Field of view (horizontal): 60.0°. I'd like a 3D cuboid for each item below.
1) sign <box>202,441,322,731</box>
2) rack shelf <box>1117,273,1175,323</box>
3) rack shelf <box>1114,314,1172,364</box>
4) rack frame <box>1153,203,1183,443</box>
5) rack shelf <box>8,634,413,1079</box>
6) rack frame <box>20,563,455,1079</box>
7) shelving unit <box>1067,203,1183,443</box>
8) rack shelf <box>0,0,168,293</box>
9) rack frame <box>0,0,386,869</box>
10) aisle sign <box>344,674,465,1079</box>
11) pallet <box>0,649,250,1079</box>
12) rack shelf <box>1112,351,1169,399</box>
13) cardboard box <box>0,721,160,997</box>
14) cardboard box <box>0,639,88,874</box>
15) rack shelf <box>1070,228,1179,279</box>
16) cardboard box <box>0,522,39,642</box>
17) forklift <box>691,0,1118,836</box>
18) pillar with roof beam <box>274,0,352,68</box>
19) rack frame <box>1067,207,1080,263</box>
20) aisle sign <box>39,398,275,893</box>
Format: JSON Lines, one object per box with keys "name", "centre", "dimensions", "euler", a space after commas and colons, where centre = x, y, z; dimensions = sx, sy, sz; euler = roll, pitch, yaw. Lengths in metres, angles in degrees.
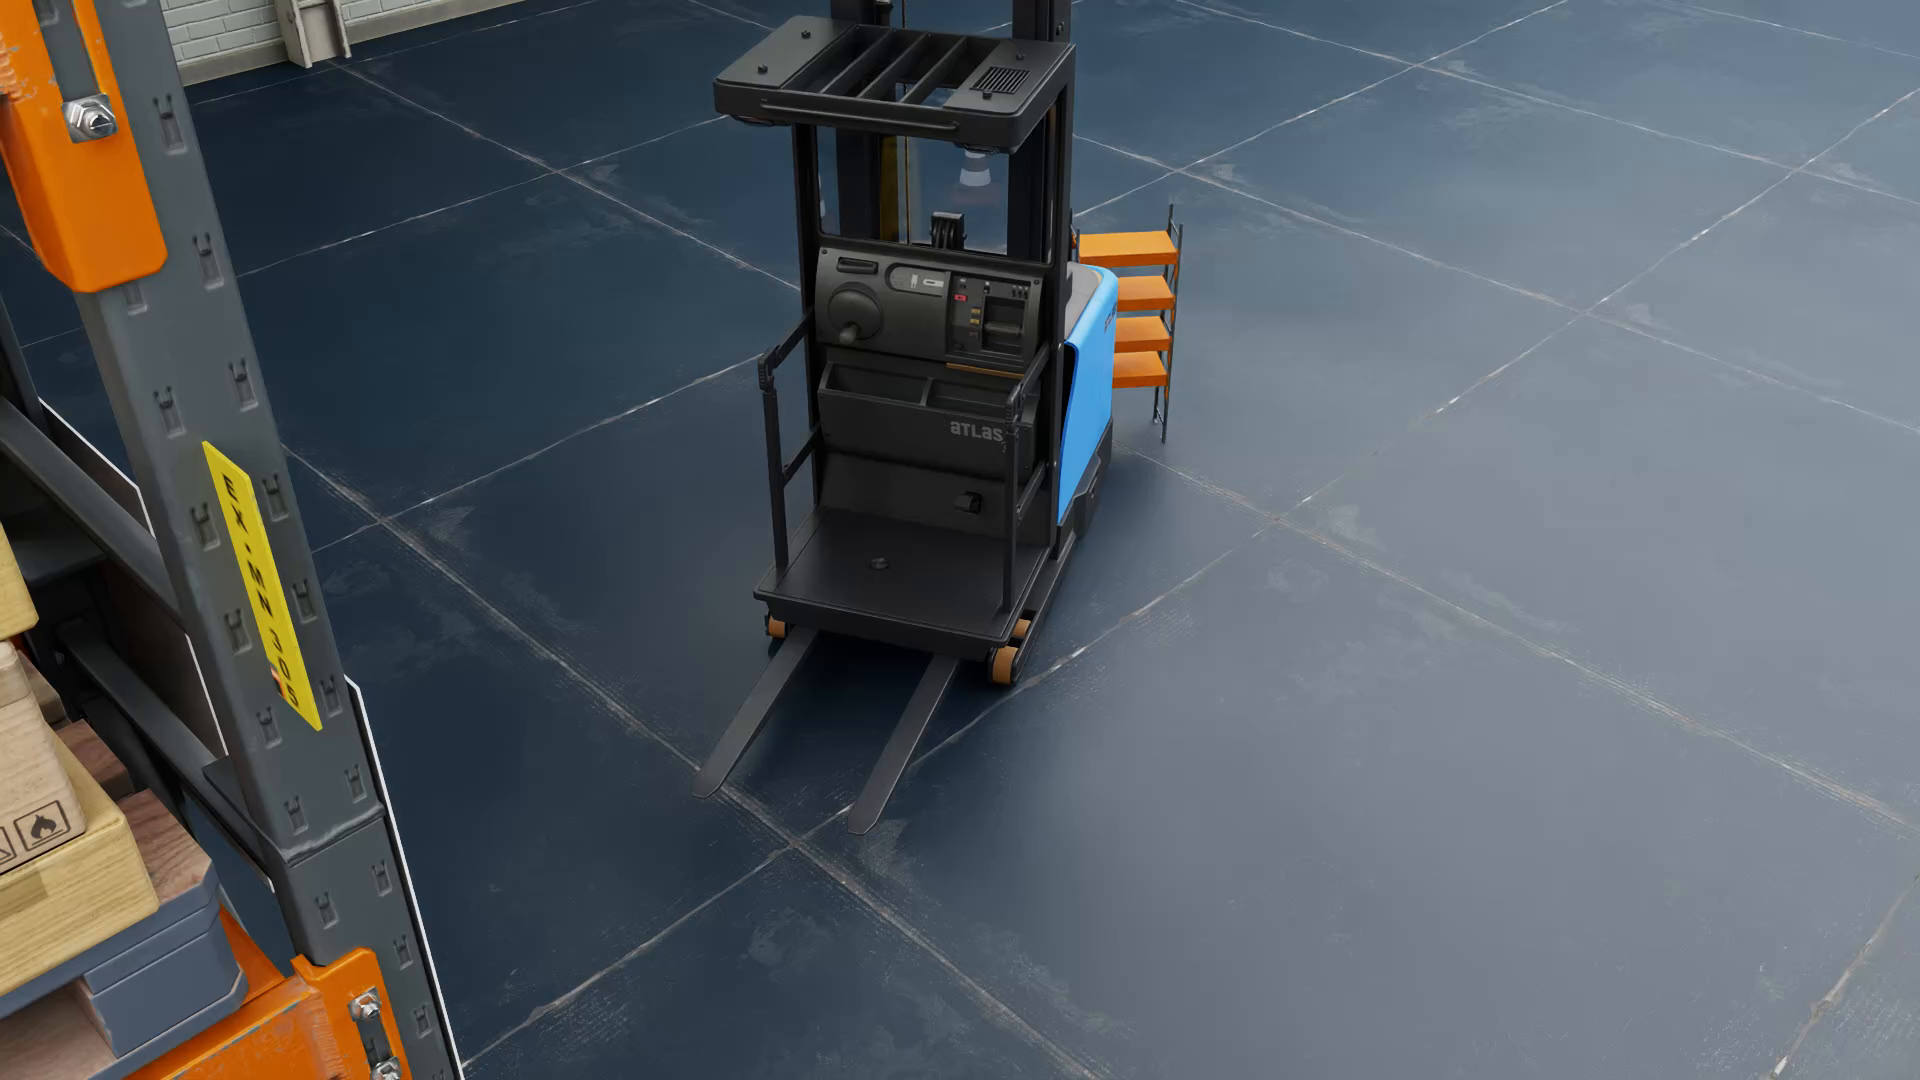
{"name": "sign", "centre": [-0.723, 0.053, 1.725], "dimensions": [0.100, 0.325, 0.005], "euler": [30, 45, 35]}
{"name": "rack shelf", "centre": [0.782, -1.168, 8.102], "dimensions": [0.480, 0.148, 0.258], "euler": [-4, 35, -5]}
{"name": "rack shelf", "centre": [0.782, -0.984, 8.229], "dimensions": [0.480, 0.148, 0.258], "euler": [-4, 35, -5]}
{"name": "rack frame", "centre": [1.024, -1.055, 8.213], "dimensions": [0.015, 1.200, 0.240], "euler": [-4, 35, -5]}
{"name": "rack shelf", "centre": [-2.507, 1.266, 1.319], "dimensions": [1.077, 0.370, 4.000], "euler": [30, 45, 35]}
{"name": "rack frame", "centre": [-1.098, 1.389, 3.136], "dimensions": [1.000, 3.000, 0.127], "euler": [30, 45, 35]}
{"name": "shelving unit", "centre": [0.782, -1.039, 8.191], "dimensions": [0.503, 1.200, 0.258], "euler": [-4, 35, -5]}
{"name": "rack shelf", "centre": [-2.507, 0.200, 0.575], "dimensions": [1.077, 0.370, 4.000], "euler": [30, 45, 35]}
{"name": "rack frame", "centre": [-1.098, -1.071, 1.419], "dimensions": [1.000, 3.000, 0.127], "euler": [30, 45, 35]}
{"name": "aisle sign", "centre": [-0.835, 0.415, 2.260], "dimensions": [0.394, 0.787, 0.004], "euler": [30, 45, 35]}
{"name": "pallet", "centre": [-1.613, 0.501, 1.865], "dimensions": [1.003, 0.211, 1.213], "euler": [30, 45, 35]}
{"name": "rack shelf", "centre": [0.782, -0.821, 8.342], "dimensions": [0.480, 0.148, 0.258], "euler": [-4, 35, -5]}
{"name": "cardboard box", "centre": [-1.092, 0.320, 1.811], "dimensions": [0.380, 0.149, 0.250], "euler": [29, 44, 35]}
{"name": "cardboard box", "centre": [-1.245, 0.197, 1.640], "dimensions": [0.500, 0.250, 0.500], "euler": [-29, 44, -35]}
{"name": "rack shelf", "centre": [0.782, -1.362, 7.967], "dimensions": [0.480, 0.148, 0.258], "euler": [-4, 35, -5]}
{"name": "cardboard box", "centre": [-1.095, -0.005, 1.580], "dimensions": [0.250, 0.149, 0.380], "euler": [-29, 44, -35]}
{"name": "forklift", "centre": [-0.194, -0.860, 6.421], "dimensions": [1.130, 2.935, 3.031], "euler": [10, 36, 15]}
{"name": "pillar with roof beam", "centre": [-2.055, -5.805, 8.208], "dimensions": [9.100, 9.000, 0.400], "euler": [30, 45, 35]}
{"name": "rack frame", "centre": [0.539, -1.024, 8.168], "dimensions": [0.015, 1.200, 0.240], "euler": [-4, 35, -5]}
{"name": "aisle sign", "centre": [-1.261, 0.173, 2.607], "dimensions": [0.394, 0.787, 0.004], "euler": [30, 45, 35]}
